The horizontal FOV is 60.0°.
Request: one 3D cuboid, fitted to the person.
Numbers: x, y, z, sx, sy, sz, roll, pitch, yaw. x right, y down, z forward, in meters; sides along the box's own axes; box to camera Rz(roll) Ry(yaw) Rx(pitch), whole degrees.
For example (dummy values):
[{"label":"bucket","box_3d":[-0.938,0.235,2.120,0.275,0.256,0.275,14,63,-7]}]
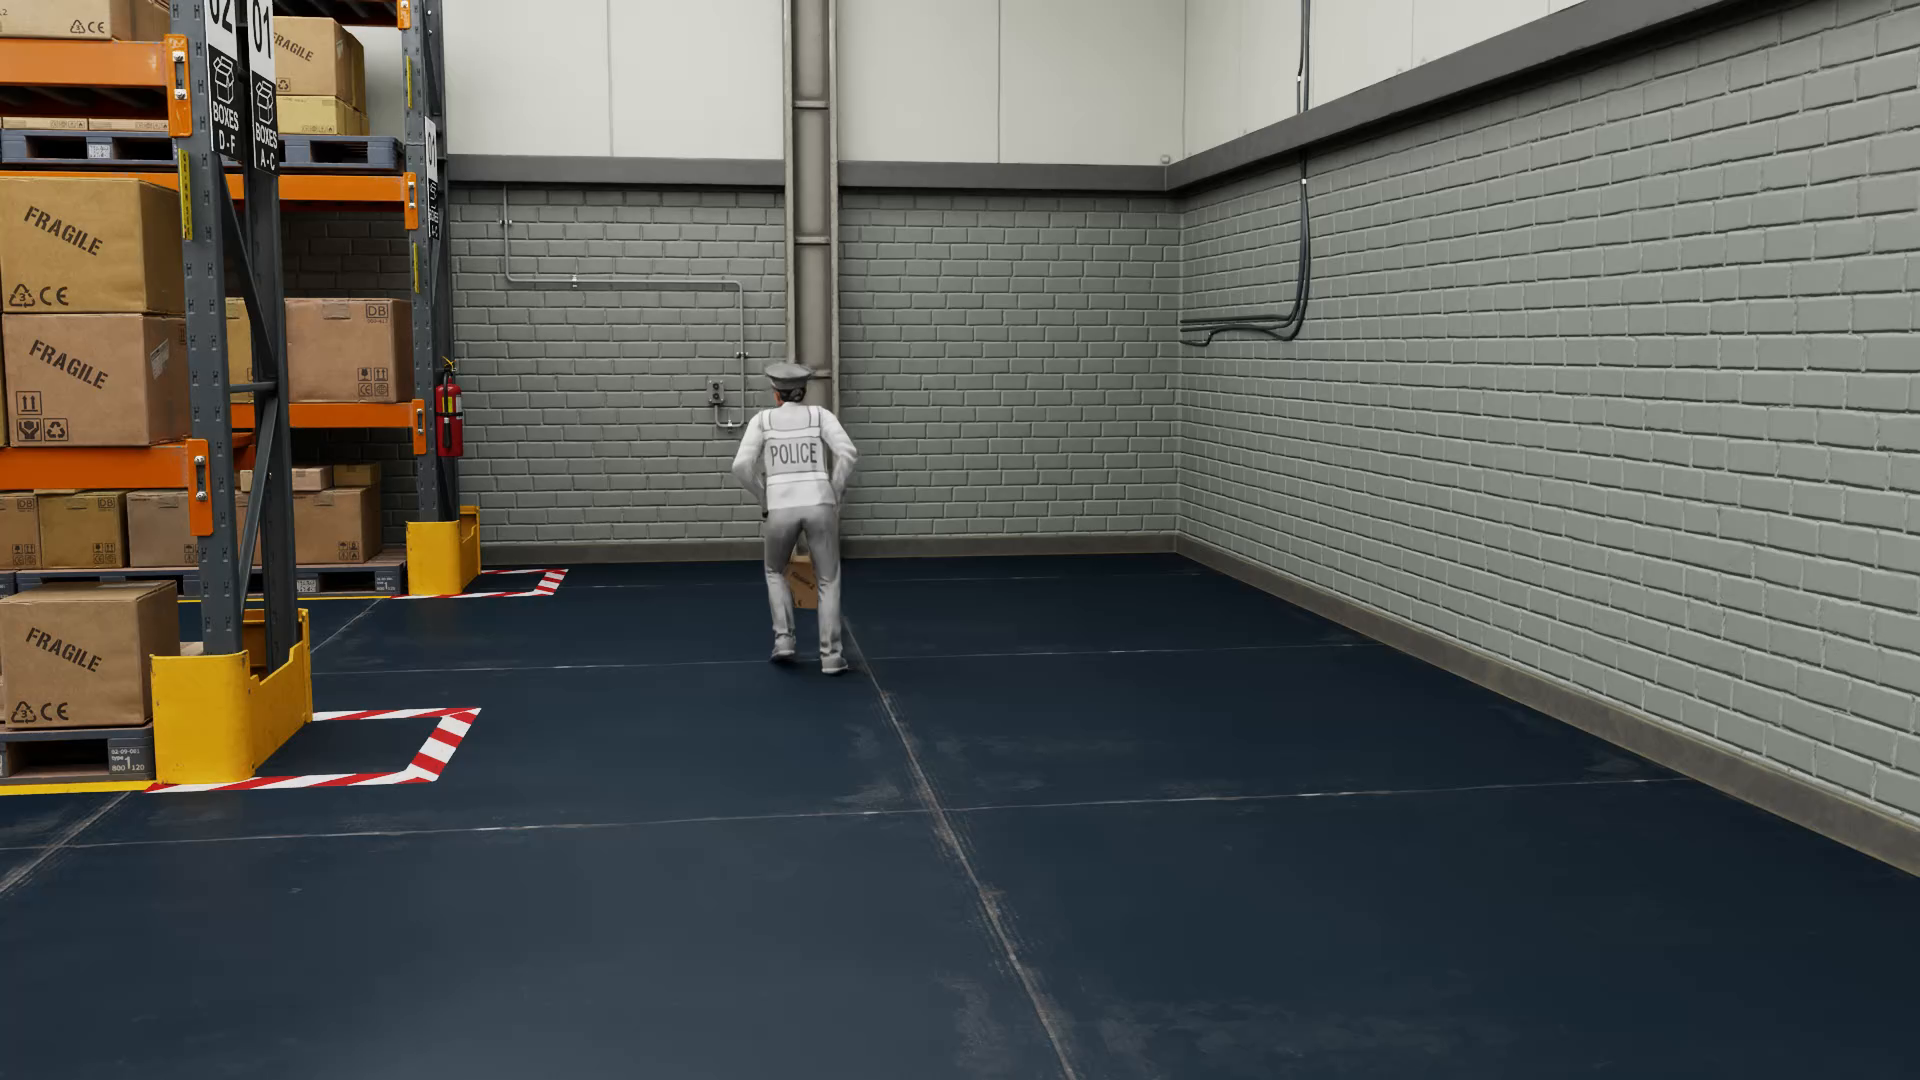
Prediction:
[{"label":"person","box_3d":[-0.859,-0.121,8.688,0.648,1.598,0.572,-1,7,-6]}]
